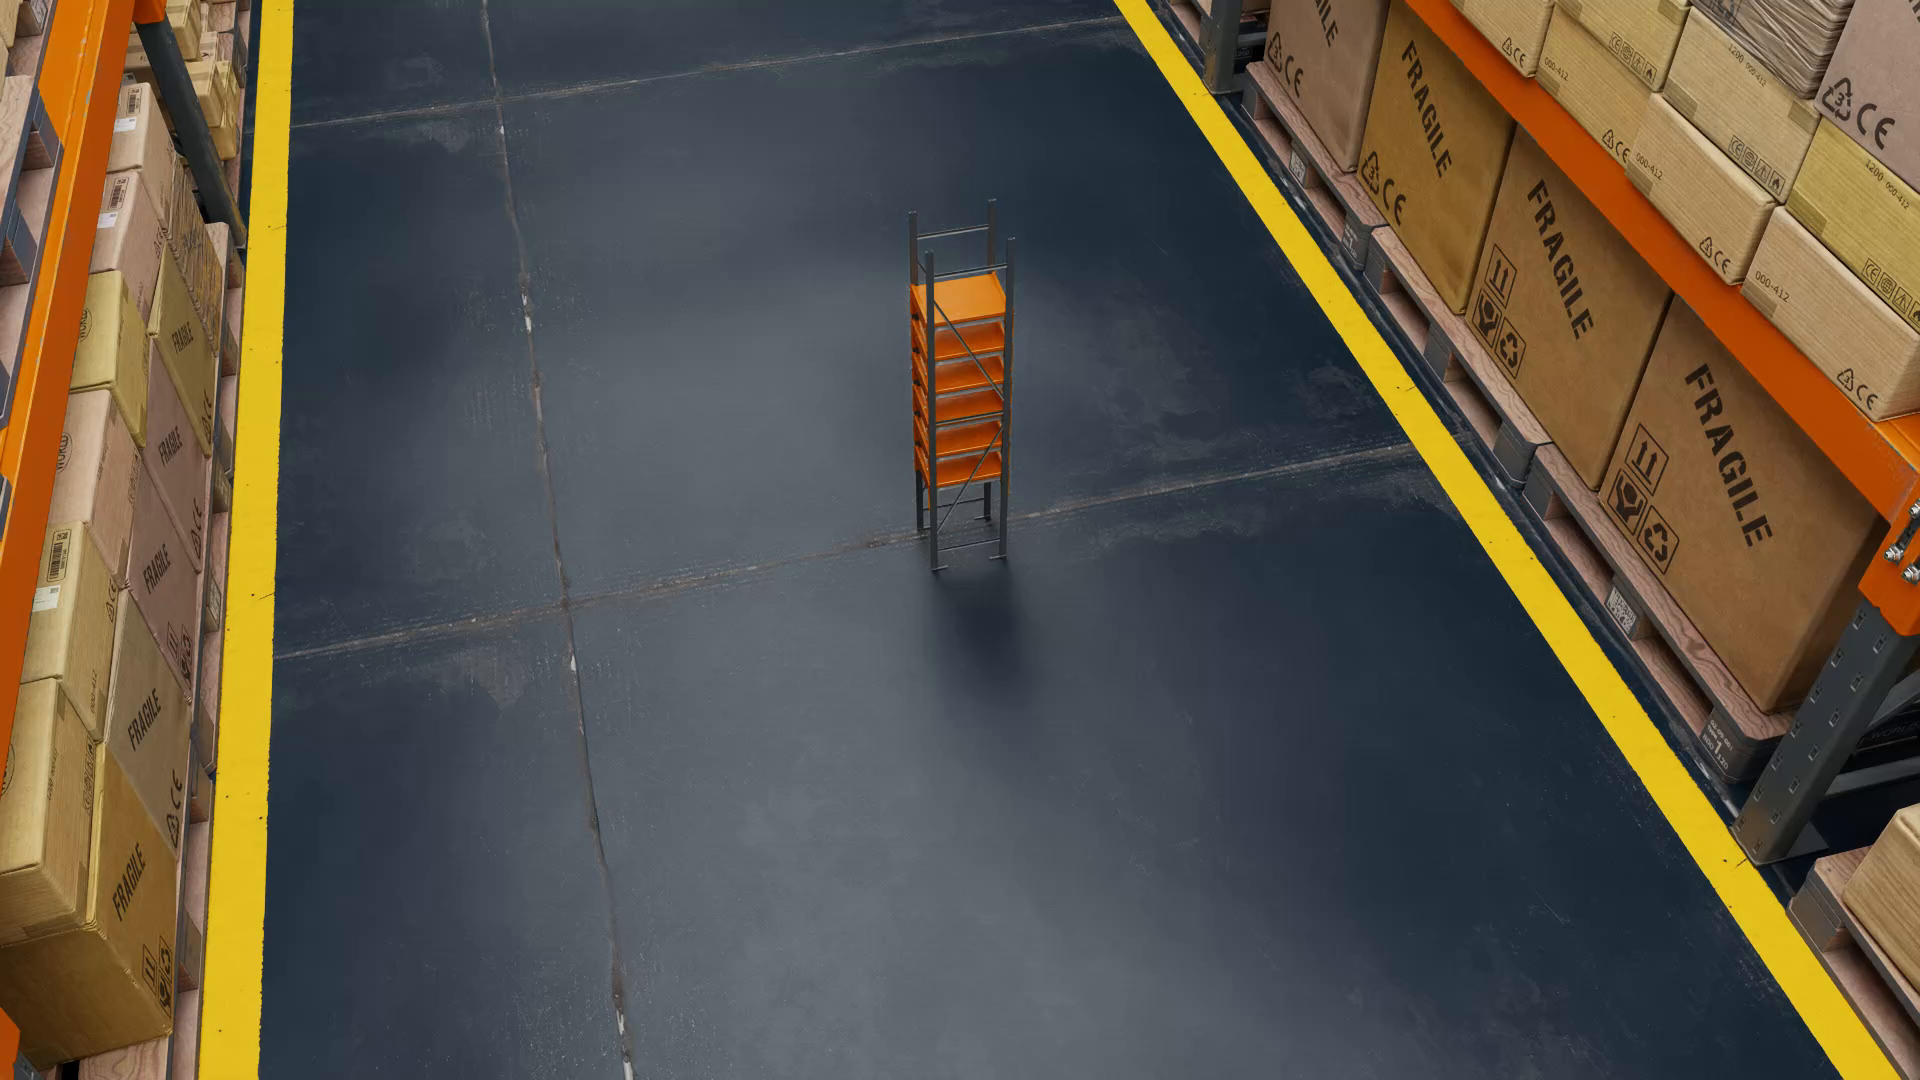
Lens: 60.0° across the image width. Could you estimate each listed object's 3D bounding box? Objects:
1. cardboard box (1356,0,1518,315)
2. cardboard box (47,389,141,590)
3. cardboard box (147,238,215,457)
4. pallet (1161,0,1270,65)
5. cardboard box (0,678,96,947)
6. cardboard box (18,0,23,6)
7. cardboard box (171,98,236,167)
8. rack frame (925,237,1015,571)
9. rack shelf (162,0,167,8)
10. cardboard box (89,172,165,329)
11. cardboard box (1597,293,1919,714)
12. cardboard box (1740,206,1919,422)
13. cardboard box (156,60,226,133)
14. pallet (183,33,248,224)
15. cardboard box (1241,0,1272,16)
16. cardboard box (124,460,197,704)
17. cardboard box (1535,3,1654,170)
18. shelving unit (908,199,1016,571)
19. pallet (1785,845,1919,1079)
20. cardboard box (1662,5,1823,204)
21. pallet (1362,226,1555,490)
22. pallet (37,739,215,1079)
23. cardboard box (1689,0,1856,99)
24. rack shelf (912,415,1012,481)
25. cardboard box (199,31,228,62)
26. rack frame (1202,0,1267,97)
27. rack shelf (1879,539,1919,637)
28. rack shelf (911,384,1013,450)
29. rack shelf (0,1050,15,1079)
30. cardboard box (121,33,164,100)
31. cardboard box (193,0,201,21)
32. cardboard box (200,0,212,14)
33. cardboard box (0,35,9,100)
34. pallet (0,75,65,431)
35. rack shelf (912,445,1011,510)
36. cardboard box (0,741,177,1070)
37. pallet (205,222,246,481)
[{"bbox_3d":[2.019,-1.445,5.759,0.875,0.875,0.875,-9,46,-9],"label":"cardboard box"},{"bbox_3d":[-2.378,-0.090,4.169,0.500,0.250,0.500,-10,46,-10],"label":"cardboard box"},{"bbox_3d":[-2.651,-0.555,5.150,0.500,0.500,0.500,-12,47,-11],"label":"cardboard box"},{"bbox_3d":[1.425,-2.640,7.690,1.003,0.211,1.213,-11,47,-10],"label":"pallet"},{"bbox_3d":[-2.134,0.605,3.488,0.500,0.250,0.500,-13,47,-12],"label":"cardboard box"},{"bbox_3d":[-2.793,-1.572,4.572,0.380,0.149,0.250,-11,47,-10],"label":"cardboard box"},{"bbox_3d":[-2.998,-1.561,6.382,0.380,0.149,0.250,-13,47,-12],"label":"cardboard box"},{"bbox_3d":[0.027,-0.347,4.750,0.240,1.200,0.006,-11,47,-10],"label":"rack frame"},{"bbox_3d":[-3.727,-3.231,6.820,1.077,0.370,4.000,-11,47,-10],"label":"rack shelf"},{"bbox_3d":[-2.661,-0.811,4.876,0.500,0.250,0.500,-9,46,-8],"label":"cardboard box"},{"bbox_3d":[2.471,-0.211,4.550,0.875,0.875,0.875,-11,47,-11],"label":"cardboard box"},{"bbox_3d":[2.188,-0.565,3.808,0.500,0.250,0.500,-12,47,-12],"label":"cardboard box"},{"bbox_3d":[-2.999,-1.664,6.275,0.380,0.149,0.250,-9,46,-8],"label":"cardboard box"},{"bbox_3d":[-3.421,-1.583,6.654,1.003,0.211,1.213,-11,47,-10],"label":"pallet"},{"bbox_3d":[1.487,-2.780,7.374,0.875,0.438,0.875,-11,47,-11],"label":"cardboard box"},{"bbox_3d":[-2.394,0.152,4.457,0.500,0.500,0.500,-12,47,-11],"label":"cardboard box"},{"bbox_3d":[1.928,-1.265,4.494,0.500,0.250,0.500,-11,47,-11],"label":"cardboard box"},{"bbox_3d":[0.004,-0.410,4.812,0.258,1.200,0.189,-11,47,-10],"label":"shelving unit"},{"bbox_3d":[2.767,1.200,3.926,1.003,0.211,1.213,-11,47,-10],"label":"pallet"},{"bbox_3d":[2.064,-1.079,3.962,0.500,0.250,0.500,-12,47,-11],"label":"cardboard box"},{"bbox_3d":[2.130,-0.738,5.826,1.003,0.211,1.213,-11,47,-10],"label":"pallet"},{"bbox_3d":[-2.390,1.096,4.028,1.003,0.211,1.213,-11,47,-10],"label":"pallet"},{"bbox_3d":[2.044,-1.362,3.715,0.500,0.500,0.500,-10,46,-10],"label":"cardboard box"},{"bbox_3d":[0.004,-0.295,4.929,0.258,0.103,0.180,-11,47,-10],"label":"rack shelf"},{"bbox_3d":[-3.180,-1.907,6.721,0.380,0.149,0.250,-11,47,-11],"label":"cardboard box"},{"bbox_3d":[1.544,-3.077,6.165,1.000,3.000,0.127,-11,47,-10],"label":"rack frame"},{"bbox_3d":[3.080,1.317,2.363,1.077,0.370,4.000,-11,47,-10],"label":"rack shelf"},{"bbox_3d":[0.004,-0.379,4.843,0.258,0.103,0.180,-11,47,-10],"label":"rack shelf"},{"bbox_3d":[-1.679,2.292,1.407,1.077,0.370,4.000,-11,47,-10],"label":"rack shelf"},{"bbox_3d":[-3.103,-1.735,6.136,0.380,0.149,0.250,-9,46,-9],"label":"cardboard box"},{"bbox_3d":[-3.314,-2.171,6.771,0.380,0.149,0.250,-13,47,-12],"label":"cardboard box"},{"bbox_3d":[-3.396,-2.253,7.060,0.380,0.149,0.250,-13,47,-12],"label":"cardboard box"},{"bbox_3d":[-2.653,-1.207,4.215,0.380,0.149,0.250,-13,47,-12],"label":"cardboard box"},{"bbox_3d":[-2.738,-0.633,3.904,1.003,0.211,1.213,-11,47,-10],"label":"pallet"},{"bbox_3d":[0.004,-0.211,5.015,0.258,0.103,0.180,-11,47,-10],"label":"rack shelf"},{"bbox_3d":[-2.126,0.852,3.771,0.500,0.500,0.500,-13,47,-12],"label":"cardboard box"},{"bbox_3d":[-3.014,-0.589,5.679,1.003,0.211,1.213,-11,47,-10],"label":"pallet"}]
